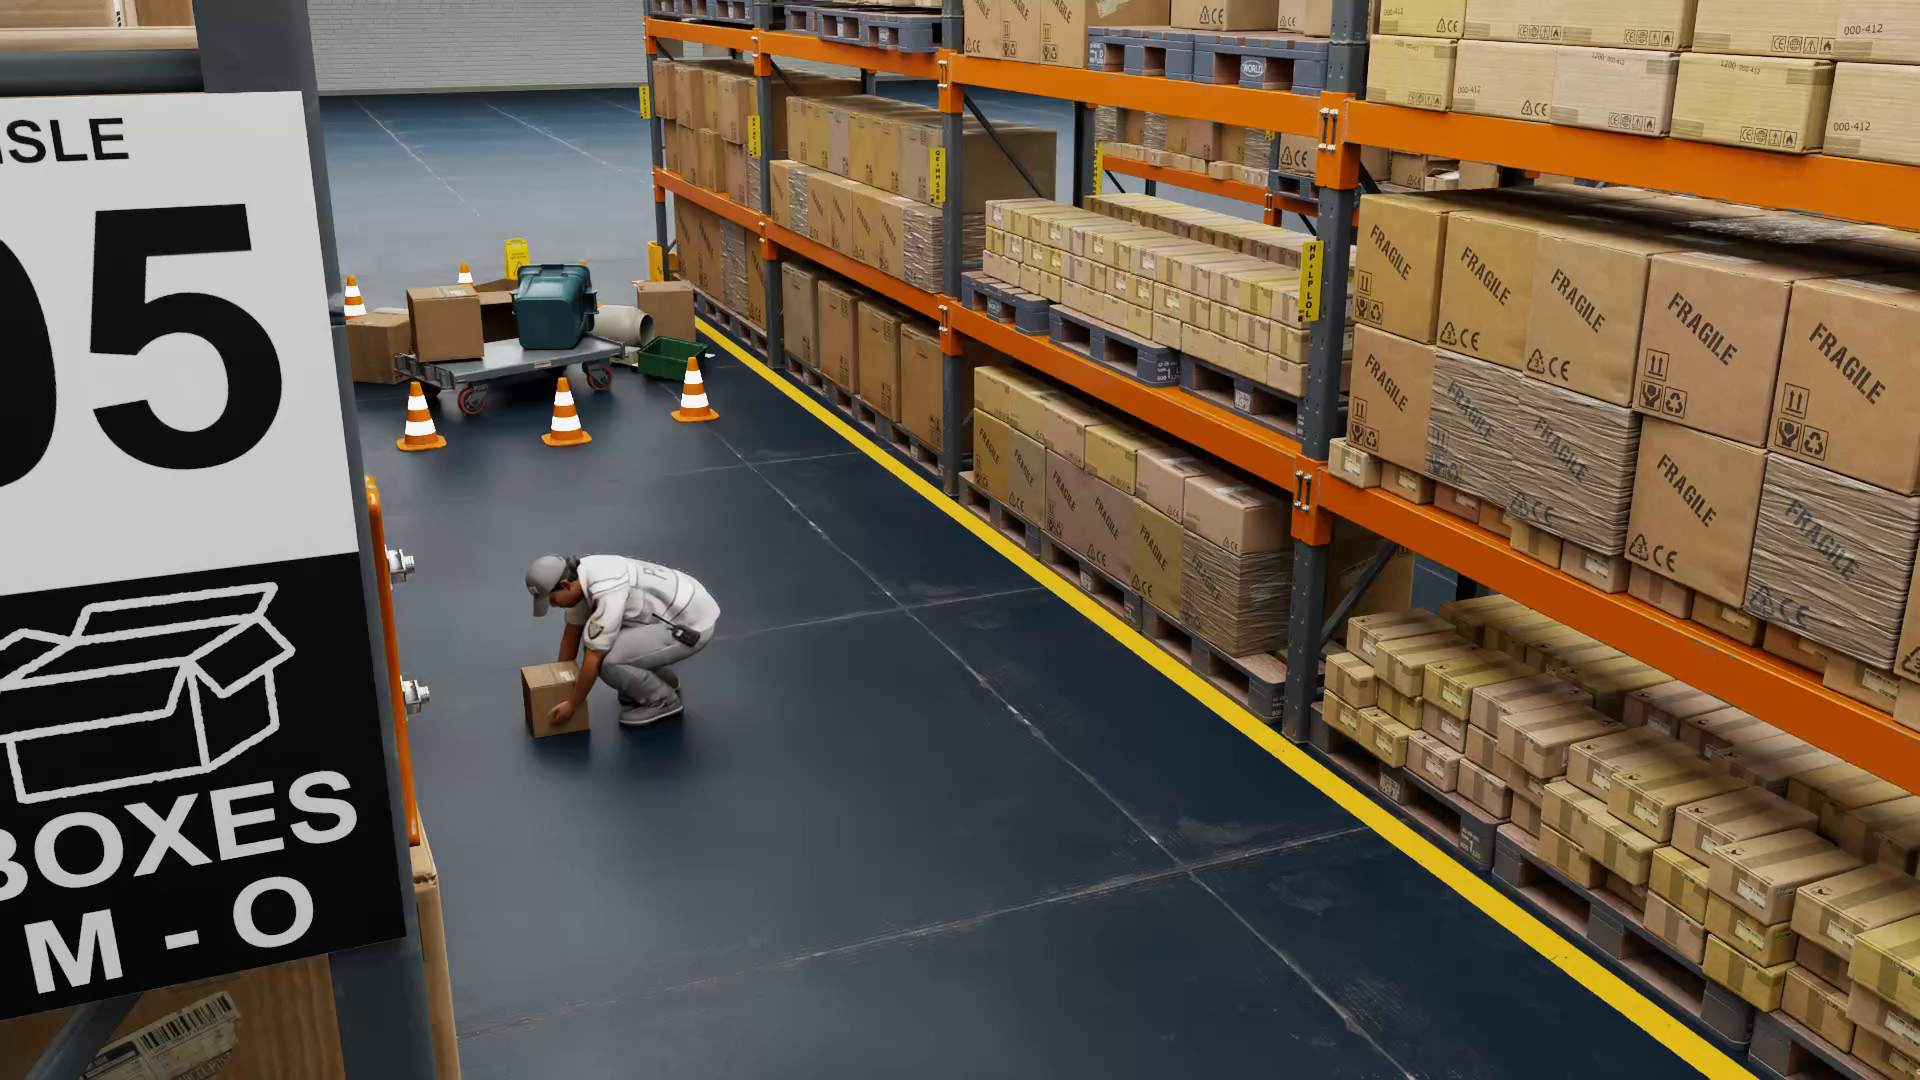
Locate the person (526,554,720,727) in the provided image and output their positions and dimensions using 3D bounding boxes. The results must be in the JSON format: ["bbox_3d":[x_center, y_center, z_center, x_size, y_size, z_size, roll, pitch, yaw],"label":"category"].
[{"bbox_3d":[-1.541,0.413,7.650,0.864,0.838,0.521,-8,21,-22],"label":"person"}]
